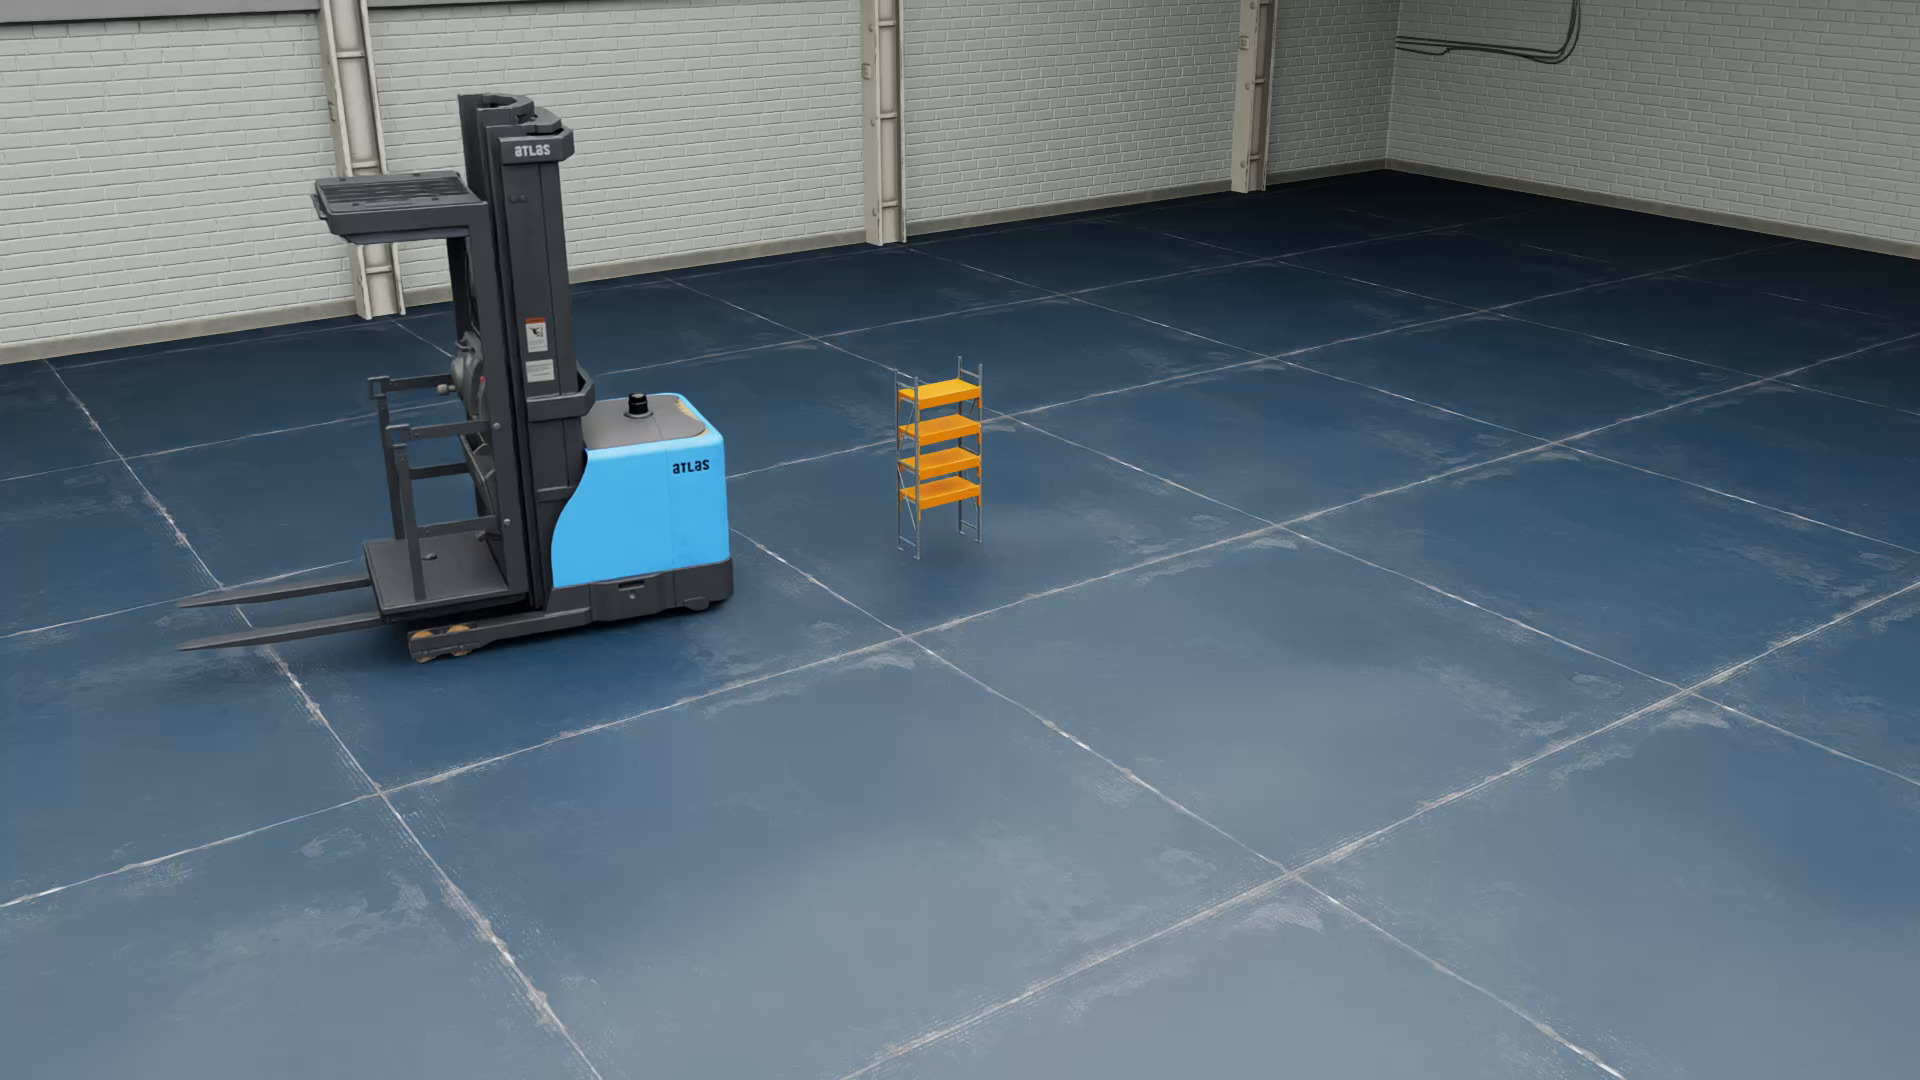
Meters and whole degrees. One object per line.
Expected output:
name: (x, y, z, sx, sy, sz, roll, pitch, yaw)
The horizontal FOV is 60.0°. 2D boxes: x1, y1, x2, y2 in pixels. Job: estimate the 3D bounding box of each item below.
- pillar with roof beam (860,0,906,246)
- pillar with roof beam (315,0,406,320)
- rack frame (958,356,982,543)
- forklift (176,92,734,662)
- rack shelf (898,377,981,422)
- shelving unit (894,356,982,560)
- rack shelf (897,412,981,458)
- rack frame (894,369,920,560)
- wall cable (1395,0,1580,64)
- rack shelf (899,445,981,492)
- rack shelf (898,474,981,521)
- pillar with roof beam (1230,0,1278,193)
pillar with roof beam: (1.630, -6.434, 14.878, 0.400, 9.000, 9.100, -15, 26, -33)
pillar with roof beam: (-3.240, -5.135, 11.624, 0.400, 9.000, 9.100, -15, 26, -33)
rack frame: (0.064, -0.574, 10.717, 0.015, 1.200, 0.240, -15, 26, -33)
forklift: (-2.910, -0.909, 9.220, 3.031, 2.935, 1.130, -9, 24, -22)
rack shelf: (-0.134, -0.886, 10.439, 0.480, 0.148, 0.258, -15, 26, -33)
shelving unit: (-0.134, -0.521, 10.584, 0.503, 1.200, 0.258, -15, 26, -33)
rack shelf: (-0.134, -0.667, 10.526, 0.480, 0.148, 0.258, -15, 26, -33)
rack frame: (-0.332, -0.469, 10.452, 0.015, 1.200, 0.240, -15, 26, -33)
wall cable: (7.150, -7.826, 22.555, 0.112, 2.526, 3.097, -15, 26, -33)
rack shelf: (-0.134, -0.459, 10.609, 0.480, 0.148, 0.258, -15, 26, -33)
rack shelf: (-0.134, -0.275, 10.683, 0.480, 0.148, 0.258, -15, 26, -33)
pillar with roof beam: (6.501, -7.733, 18.133, 0.400, 9.000, 9.100, -15, 26, -33)
